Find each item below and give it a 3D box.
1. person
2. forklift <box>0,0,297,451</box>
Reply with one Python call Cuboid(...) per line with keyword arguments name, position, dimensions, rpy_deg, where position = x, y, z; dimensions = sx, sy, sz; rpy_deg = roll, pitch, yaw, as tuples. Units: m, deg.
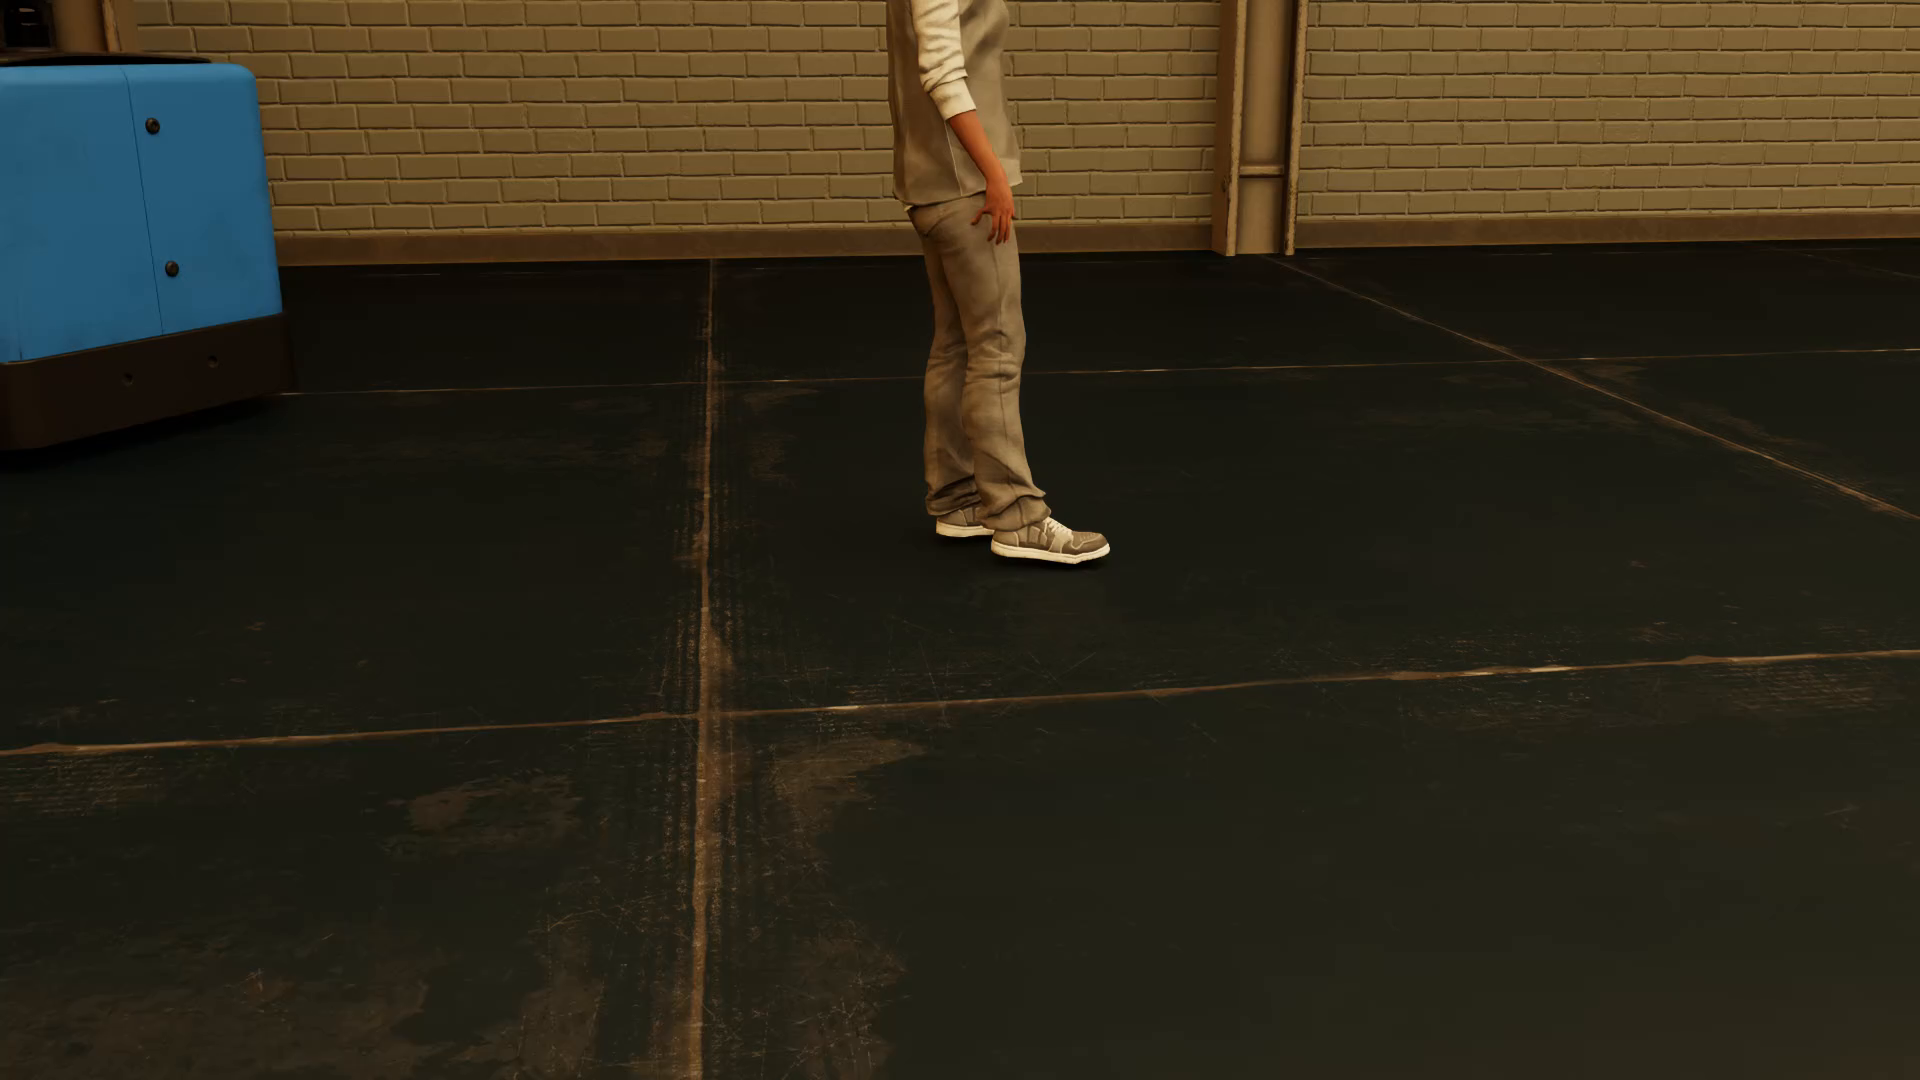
Cuboid(name="person", position=(0.076, -0.764, 3.732), dimensions=(0.473, 1.585, 0.520), rpy_deg=(-2, 17, -8))
Cuboid(name="forklift", position=(-3.696, -1.887, 5.148), dimensions=(3.031, 2.935, 1.130), rpy_deg=(8, 18, 24))
